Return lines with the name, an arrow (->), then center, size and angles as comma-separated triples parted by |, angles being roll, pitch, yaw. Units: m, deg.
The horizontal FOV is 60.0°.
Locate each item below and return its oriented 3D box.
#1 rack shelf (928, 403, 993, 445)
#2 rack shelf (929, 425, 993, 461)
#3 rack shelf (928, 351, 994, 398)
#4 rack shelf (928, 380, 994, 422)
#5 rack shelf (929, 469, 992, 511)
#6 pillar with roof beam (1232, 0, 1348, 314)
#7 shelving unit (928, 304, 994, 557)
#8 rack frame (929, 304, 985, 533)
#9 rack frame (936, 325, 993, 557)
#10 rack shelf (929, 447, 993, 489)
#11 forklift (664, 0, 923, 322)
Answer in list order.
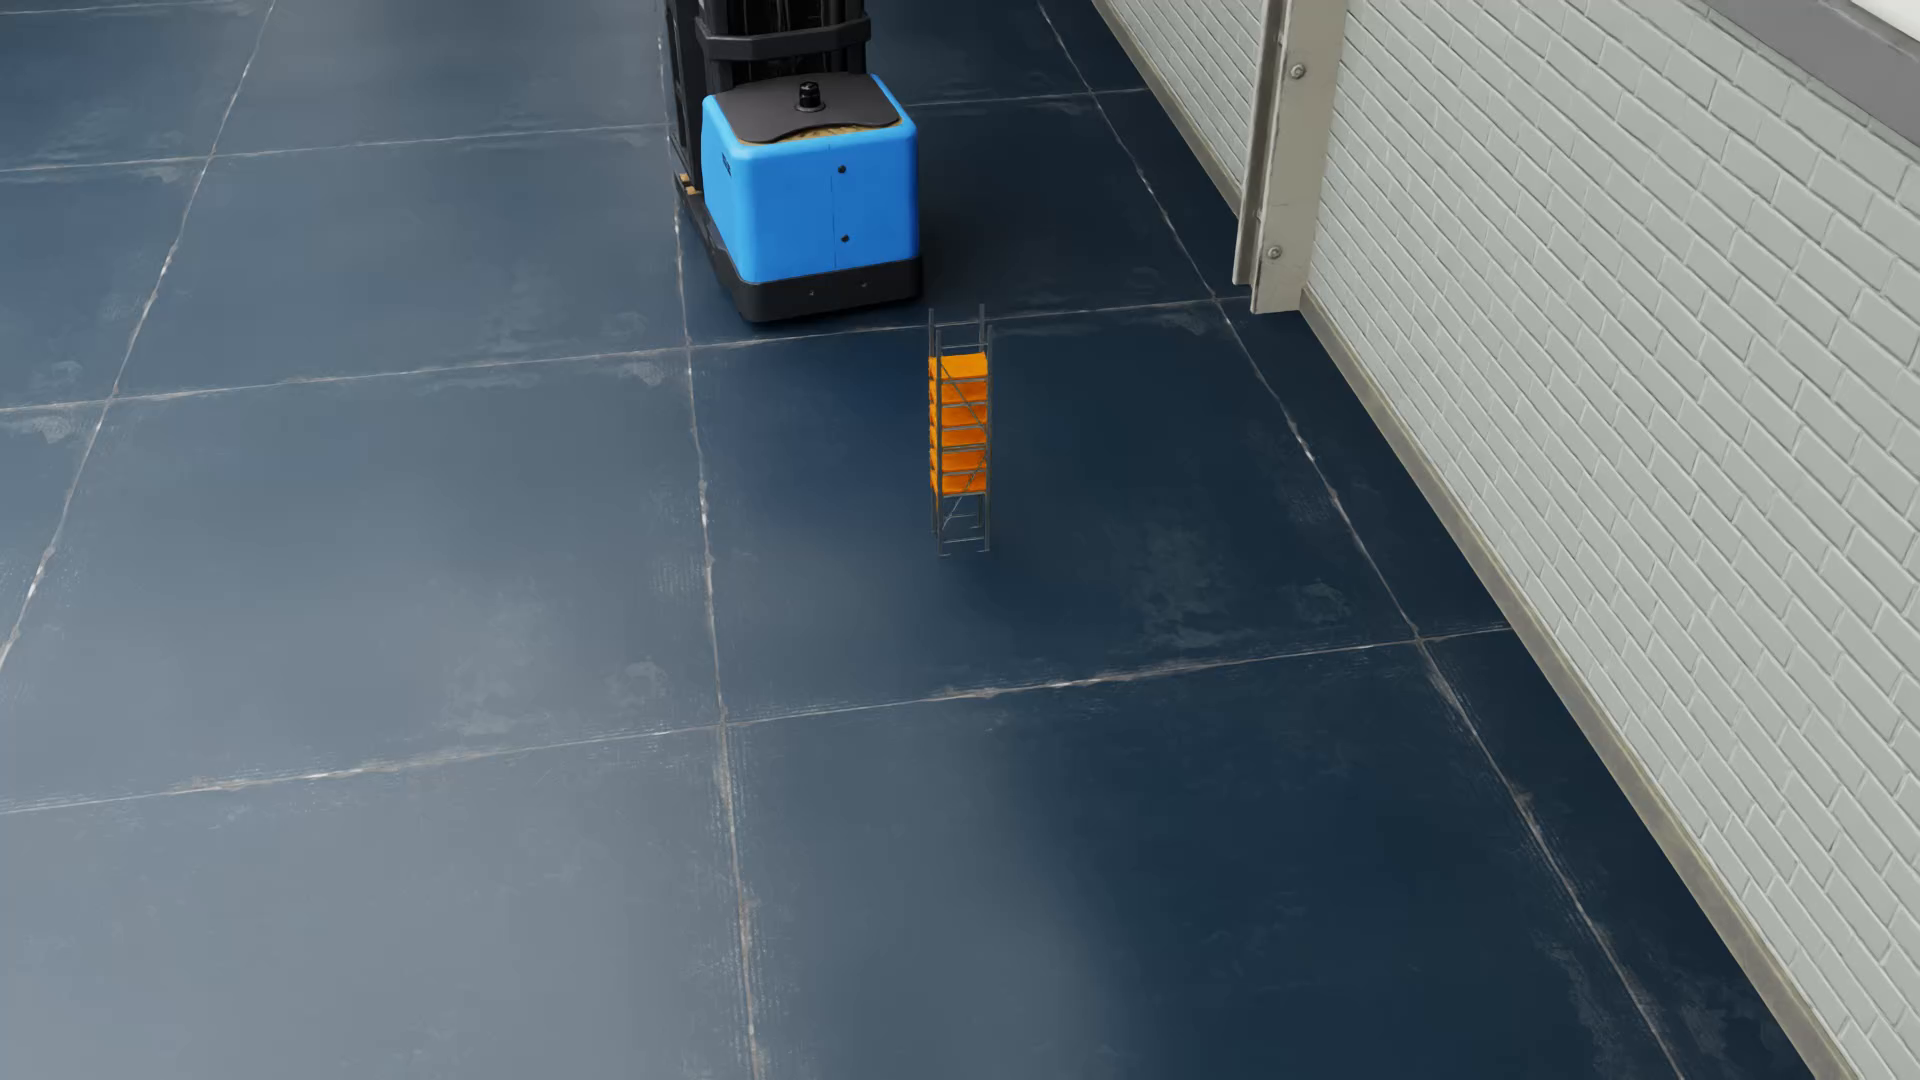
rack shelf -> 0.003, -0.525, 7.324 | 0.258, 0.103, 0.180 | -6, 38, -8
rack shelf -> 0.003, -0.430, 7.398 | 0.258, 0.103, 0.180 | -6, 38, -8
rack shelf -> 0.003, -0.714, 7.177 | 0.258, 0.103, 0.180 | -6, 38, -8
rack shelf -> 0.003, -0.620, 7.251 | 0.258, 0.103, 0.180 | -6, 38, -8
rack shelf -> 0.003, -0.240, 7.545 | 0.258, 0.103, 0.180 | -6, 38, -8
pillar with roof beam -> -2.467, -4.504, 6.212 | 9.100, 9.000, 0.400 | -6, 38, -8
shelving unit -> 0.003, -0.465, 7.371 | 0.258, 1.200, 0.189 | -6, 38, -8
rack frame -> -0.014, -0.520, 7.442 | 0.240, 1.200, 0.006 | -6, 38, -8
rack frame -> 0.019, -0.410, 7.300 | 0.240, 1.200, 0.006 | -6, 38, -8
rack shelf -> 0.003, -0.335, 7.472 | 0.258, 0.103, 0.180 | -6, 38, -8
forklift -> -1.163, -3.267, 9.567 | 1.130, 2.935, 3.031 | -12, 39, -15
